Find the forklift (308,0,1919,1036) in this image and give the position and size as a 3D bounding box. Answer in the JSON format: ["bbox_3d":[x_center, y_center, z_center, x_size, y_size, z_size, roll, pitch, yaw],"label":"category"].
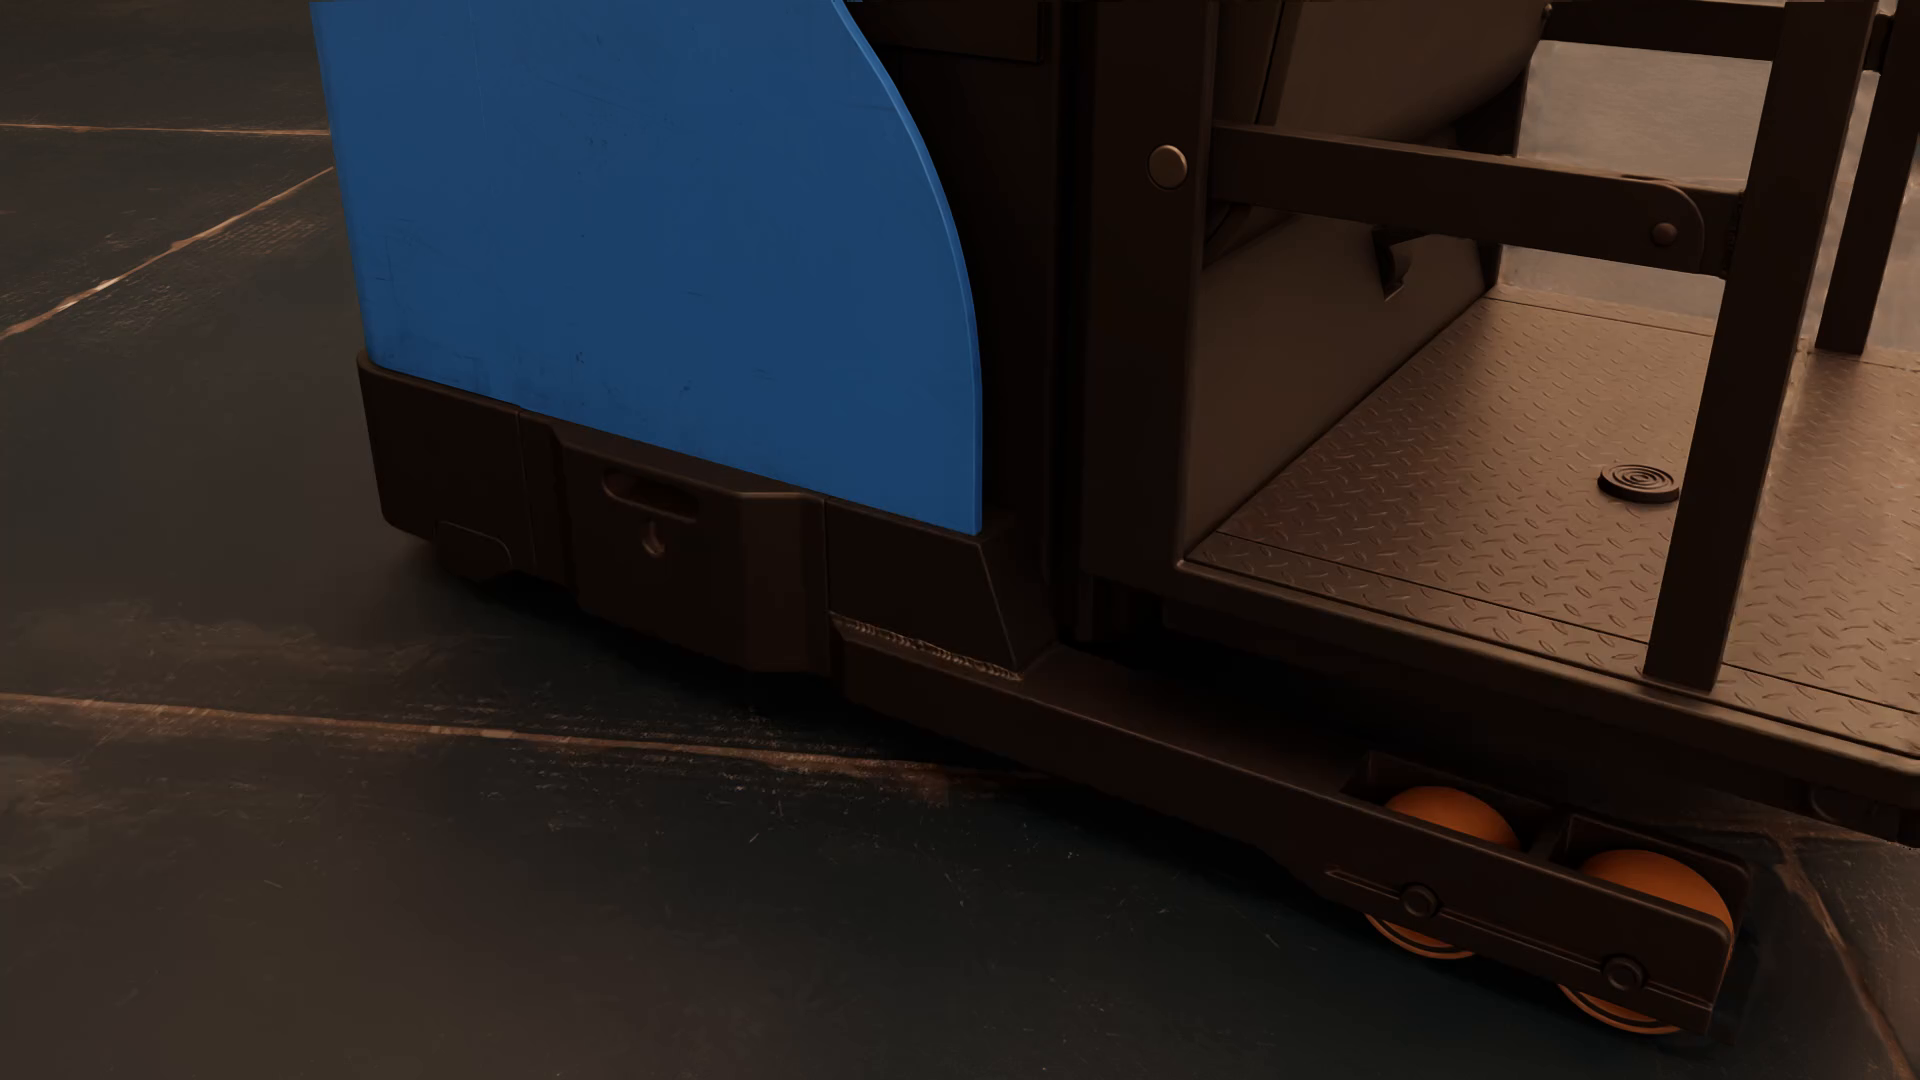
[{"bbox_3d":[0.673,-1.119,1.460,3.031,2.935,1.130,16,31,29],"label":"forklift"}]
